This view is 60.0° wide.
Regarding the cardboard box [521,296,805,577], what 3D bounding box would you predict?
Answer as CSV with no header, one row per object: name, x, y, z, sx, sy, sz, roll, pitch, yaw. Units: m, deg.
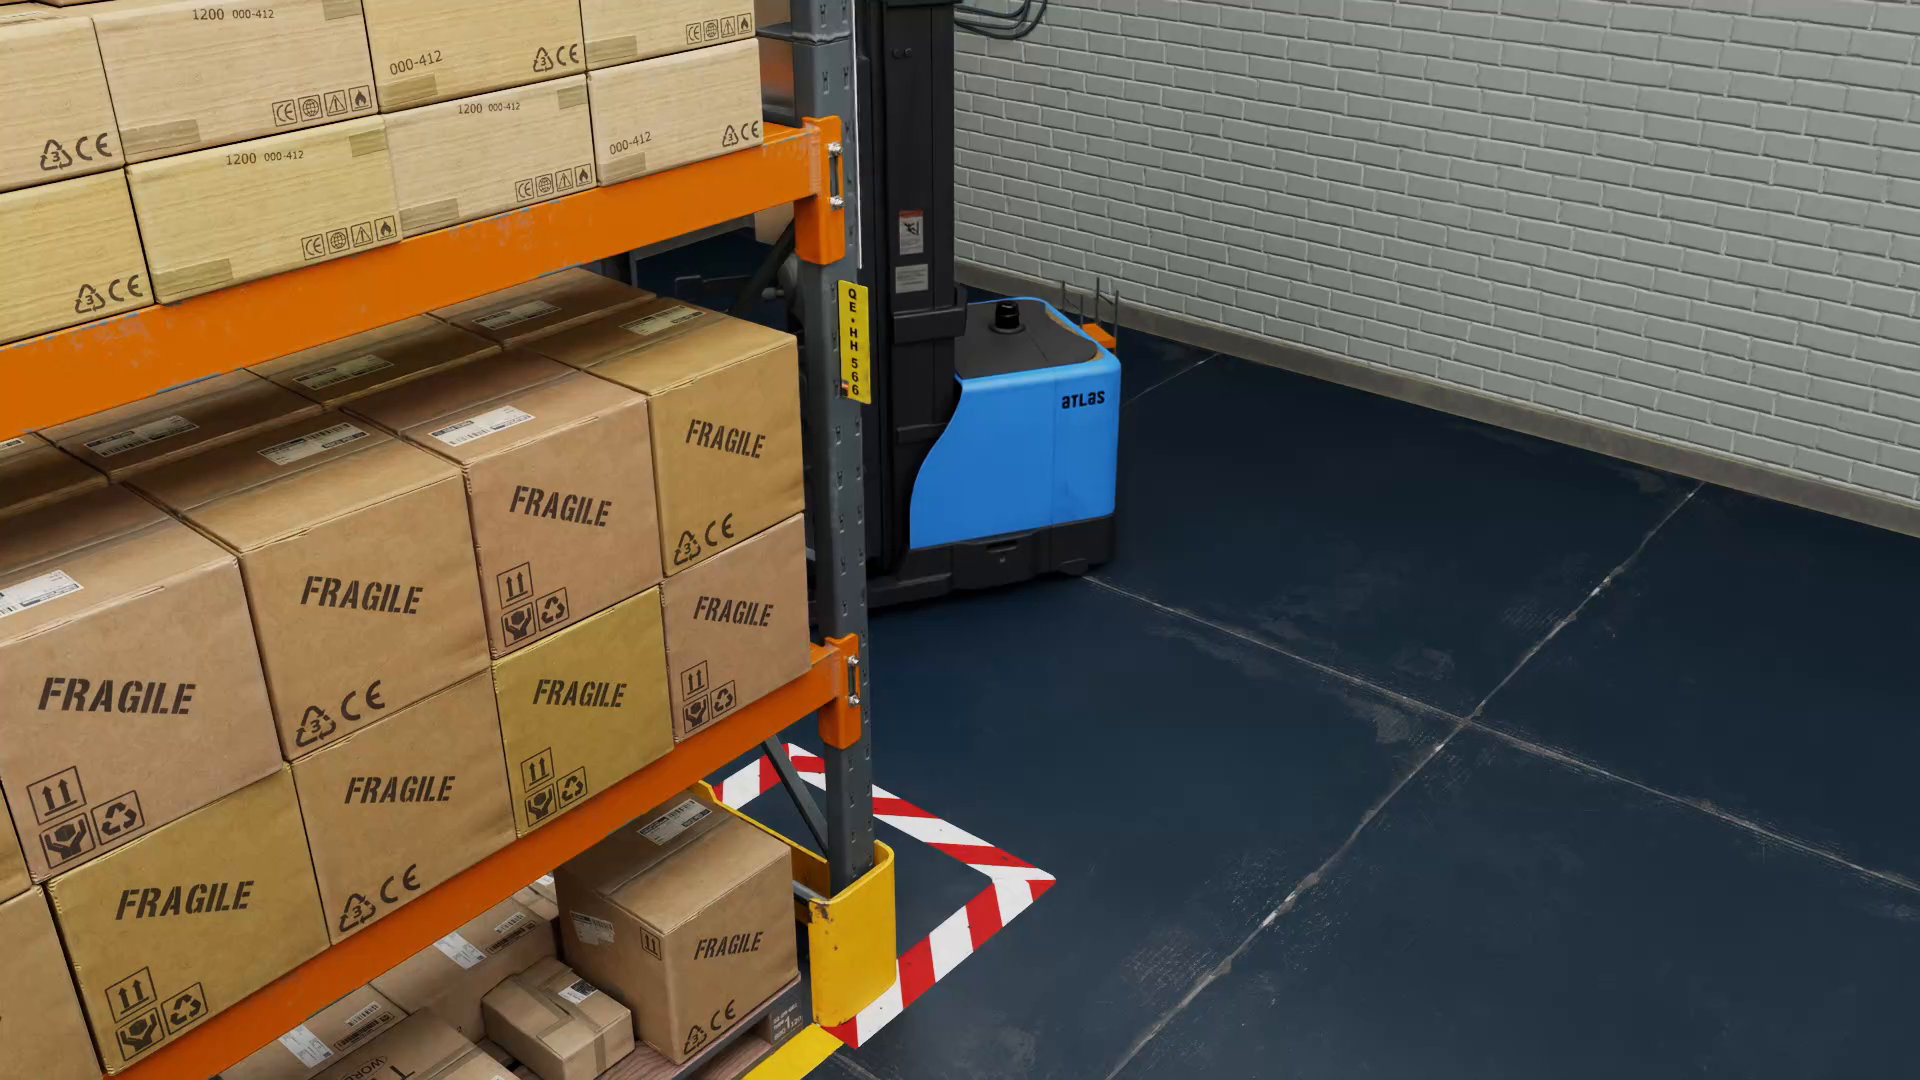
cardboard box,-0.764,-0.285,4.340,0.500,0.500,0.500,20,34,34

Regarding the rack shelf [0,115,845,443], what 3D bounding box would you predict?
rack shelf,-1.966,-0.339,3.159,1.077,0.370,4.000,21,34,34

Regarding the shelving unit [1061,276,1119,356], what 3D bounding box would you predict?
shelving unit,0.627,-0.690,8.278,0.189,1.200,0.258,-10,29,-18

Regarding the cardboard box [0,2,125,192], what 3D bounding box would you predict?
cardboard box,-1.775,-0.733,2.758,0.500,0.250,0.500,21,34,34

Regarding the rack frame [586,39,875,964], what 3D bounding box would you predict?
rack frame,-0.694,-0.035,5.053,1.000,3.000,0.127,21,34,34

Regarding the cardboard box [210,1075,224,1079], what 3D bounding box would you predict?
cardboard box,-2.047,1.629,4.075,0.797,0.503,0.637,21,34,34

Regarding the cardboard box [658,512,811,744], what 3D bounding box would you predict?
cardboard box,-0.768,0.159,4.569,0.500,0.500,0.500,22,35,36

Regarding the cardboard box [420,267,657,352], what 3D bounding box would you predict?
cardboard box,-1.179,-0.443,4.645,0.500,0.500,0.500,22,35,36

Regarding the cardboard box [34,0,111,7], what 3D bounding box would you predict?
cardboard box,-1.626,-1.308,3.052,0.700,0.500,0.500,21,34,34

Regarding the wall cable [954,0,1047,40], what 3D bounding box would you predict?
wall cable,-0.645,-4.668,10.859,3.097,2.526,0.112,21,34,34

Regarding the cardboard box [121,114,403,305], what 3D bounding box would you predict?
cardboard box,-1.451,-0.686,3.211,0.500,0.250,0.500,21,34,34

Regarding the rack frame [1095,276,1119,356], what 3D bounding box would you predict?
rack frame,0.713,-0.705,8.307,0.006,1.200,0.240,-10,29,-18

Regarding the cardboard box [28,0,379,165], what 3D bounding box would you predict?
cardboard box,-1.462,-0.913,3.104,0.500,0.250,0.500,21,34,34

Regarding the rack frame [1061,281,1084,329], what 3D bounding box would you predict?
rack frame,0.541,-0.676,8.250,0.006,1.200,0.240,-10,29,-18

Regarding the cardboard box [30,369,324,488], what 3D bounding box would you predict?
cardboard box,-1.828,-0.080,3.943,0.500,0.500,0.500,21,34,35

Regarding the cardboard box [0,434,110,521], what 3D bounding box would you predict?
cardboard box,-2.150,0.101,3.594,0.500,0.500,0.500,20,34,34

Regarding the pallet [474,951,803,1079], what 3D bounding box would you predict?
pallet,-1.248,1.514,5.095,1.003,0.211,1.213,21,34,34

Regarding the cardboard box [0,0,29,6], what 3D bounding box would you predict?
cardboard box,-2.017,-1.158,2.762,0.700,0.500,0.500,21,34,34

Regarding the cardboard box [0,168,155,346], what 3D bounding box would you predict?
cardboard box,-1.782,-0.514,2.877,0.500,0.250,0.500,21,34,34

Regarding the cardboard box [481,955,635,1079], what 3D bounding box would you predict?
cardboard box,-1.176,1.410,4.865,0.380,0.166,0.250,21,34,34

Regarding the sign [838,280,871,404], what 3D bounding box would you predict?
sign,-0.278,-0.520,4.387,0.100,0.325,0.005,21,34,34

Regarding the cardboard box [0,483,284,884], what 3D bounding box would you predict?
cardboard box,-1.738,0.261,3.283,0.500,0.500,0.500,22,35,36

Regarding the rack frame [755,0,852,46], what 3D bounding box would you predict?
rack frame,-0.694,-2.700,3.675,1.000,3.000,0.127,21,34,34

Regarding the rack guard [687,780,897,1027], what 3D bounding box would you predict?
rack guard,-0.742,1.102,5.575,1.175,0.500,0.348,21,34,34

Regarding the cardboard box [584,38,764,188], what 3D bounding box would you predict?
cardboard box,-0.817,-1.041,3.897,0.500,0.250,0.500,21,34,34

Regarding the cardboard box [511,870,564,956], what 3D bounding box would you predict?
cardboard box,-1.384,1.165,5.339,0.380,0.166,0.250,21,34,34

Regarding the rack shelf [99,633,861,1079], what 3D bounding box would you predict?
rack shelf,-1.966,0.994,3.848,1.077,0.370,4.000,21,34,34

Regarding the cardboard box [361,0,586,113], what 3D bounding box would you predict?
cardboard box,-1.141,-1.089,3.445,0.500,0.250,0.500,21,34,34

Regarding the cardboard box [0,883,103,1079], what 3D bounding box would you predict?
cardboard box,-2.060,0.879,3.178,0.500,0.500,0.500,21,34,34

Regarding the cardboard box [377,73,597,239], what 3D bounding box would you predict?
cardboard box,-1.143,-0.867,3.561,0.500,0.250,0.500,21,34,34

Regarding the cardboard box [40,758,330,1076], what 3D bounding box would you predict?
cardboard box,-1.738,0.698,3.528,0.500,0.500,0.500,20,34,34

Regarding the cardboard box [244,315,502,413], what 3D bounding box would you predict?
cardboard box,-1.506,-0.256,4.283,0.500,0.500,0.500,21,34,35

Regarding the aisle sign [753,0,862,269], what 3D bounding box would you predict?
aisle sign,-0.414,-1.124,4.330,0.394,0.787,0.004,21,34,34

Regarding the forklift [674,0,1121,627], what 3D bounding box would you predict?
forklift,-0.827,-1.130,7.245,3.031,2.935,1.130,-10,29,-18

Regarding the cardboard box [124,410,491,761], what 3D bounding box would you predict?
cardboard box,-1.411,0.079,3.635,0.500,0.500,0.500,22,34,36

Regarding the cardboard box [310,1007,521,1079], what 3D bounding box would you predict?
cardboard box,-1.477,1.584,4.438,0.500,0.250,0.500,21,34,34

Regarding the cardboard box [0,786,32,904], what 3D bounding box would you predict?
cardboard box,-2.066,0.445,2.929,0.500,0.500,0.500,20,33,33

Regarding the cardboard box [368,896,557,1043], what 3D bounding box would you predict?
cardboard box,-1.576,1.278,5.029,0.500,0.250,0.500,21,34,34

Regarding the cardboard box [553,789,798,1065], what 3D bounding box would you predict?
cardboard box,-0.849,1.145,5.015,0.500,0.500,0.500,21,34,34

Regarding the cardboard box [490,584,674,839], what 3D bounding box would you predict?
cardboard box,-1.096,0.344,4.212,0.500,0.500,0.500,21,34,35

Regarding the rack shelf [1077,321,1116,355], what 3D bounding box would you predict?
rack shelf,0.627,-0.971,8.133,0.180,0.103,0.258,-10,29,-18

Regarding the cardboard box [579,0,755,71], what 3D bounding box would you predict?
cardboard box,-0.824,-1.266,3.787,0.500,0.250,0.500,21,34,34

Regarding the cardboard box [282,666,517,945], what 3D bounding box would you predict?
cardboard box,-1.417,0.519,3.873,0.500,0.500,0.500,21,34,35

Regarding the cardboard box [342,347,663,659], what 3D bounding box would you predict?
cardboard box,-1.085,-0.106,3.993,0.500,0.500,0.500,22,34,36

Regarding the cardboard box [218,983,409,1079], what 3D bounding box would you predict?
cardboard box,-1.894,1.455,4.686,0.500,0.250,0.500,21,34,34
